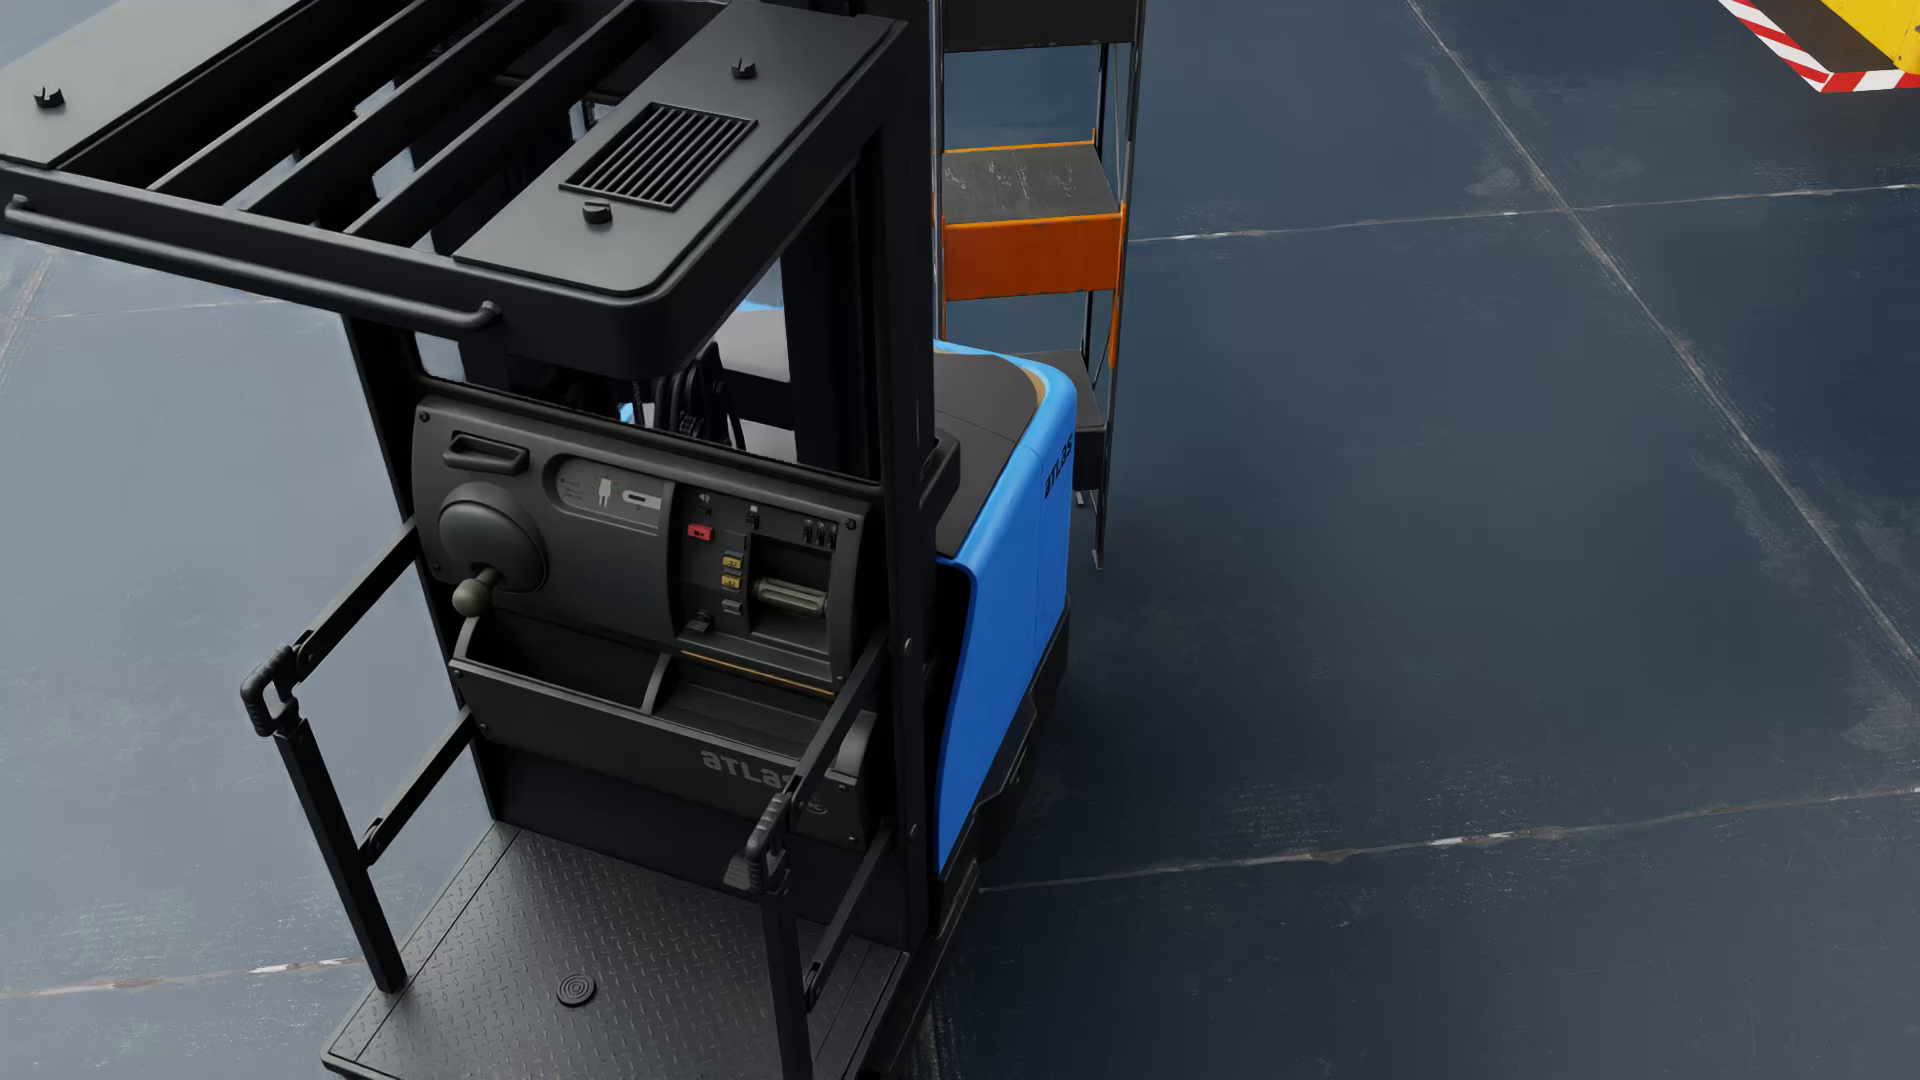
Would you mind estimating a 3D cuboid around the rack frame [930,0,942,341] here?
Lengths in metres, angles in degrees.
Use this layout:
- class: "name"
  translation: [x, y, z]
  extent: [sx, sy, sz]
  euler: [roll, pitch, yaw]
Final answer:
- class: "rack frame"
  translation: [-0.078, -0.773, 4.539]
  extent: [0.015, 2.100, 0.400]
  euler: [-5, 42, -6]

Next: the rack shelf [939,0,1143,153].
- class: "rack shelf"
  translation: [0.164, -1.304, 4.103]
  extent: [0.480, 0.518, 0.431]
  euler: [-5, 42, -6]

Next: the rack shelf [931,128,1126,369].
- class: "rack shelf"
  translation: [0.164, -0.784, 4.572]
  extent: [0.480, 0.518, 0.431]
  euler: [-5, 42, -6]

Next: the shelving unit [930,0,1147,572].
- class: "shelving unit"
  translation: [0.164, -0.794, 4.563]
  extent: [0.503, 2.100, 0.431]
  euler: [-5, 42, -6]

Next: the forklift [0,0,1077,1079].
- class: "forklift"
  translation: [-0.686, 0.096, 2.955]
  extent: [1.130, 2.935, 3.031]
  euler: [14, 44, 15]

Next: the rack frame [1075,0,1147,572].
- class: "rack frame"
  translation: [0.406, -0.815, 4.586]
  extent: [0.015, 2.100, 0.400]
  euler: [-5, 42, -6]

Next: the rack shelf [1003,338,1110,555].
- class: "rack shelf"
  translation: [0.164, -0.264, 5.041]
  extent: [0.480, 0.518, 0.431]
  euler: [-5, 42, -6]

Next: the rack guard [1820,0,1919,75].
- class: "rack guard"
  translation: [4.430, -2.710, 7.881]
  extent: [0.348, 0.500, 1.175]
  euler: [-5, 42, -6]
